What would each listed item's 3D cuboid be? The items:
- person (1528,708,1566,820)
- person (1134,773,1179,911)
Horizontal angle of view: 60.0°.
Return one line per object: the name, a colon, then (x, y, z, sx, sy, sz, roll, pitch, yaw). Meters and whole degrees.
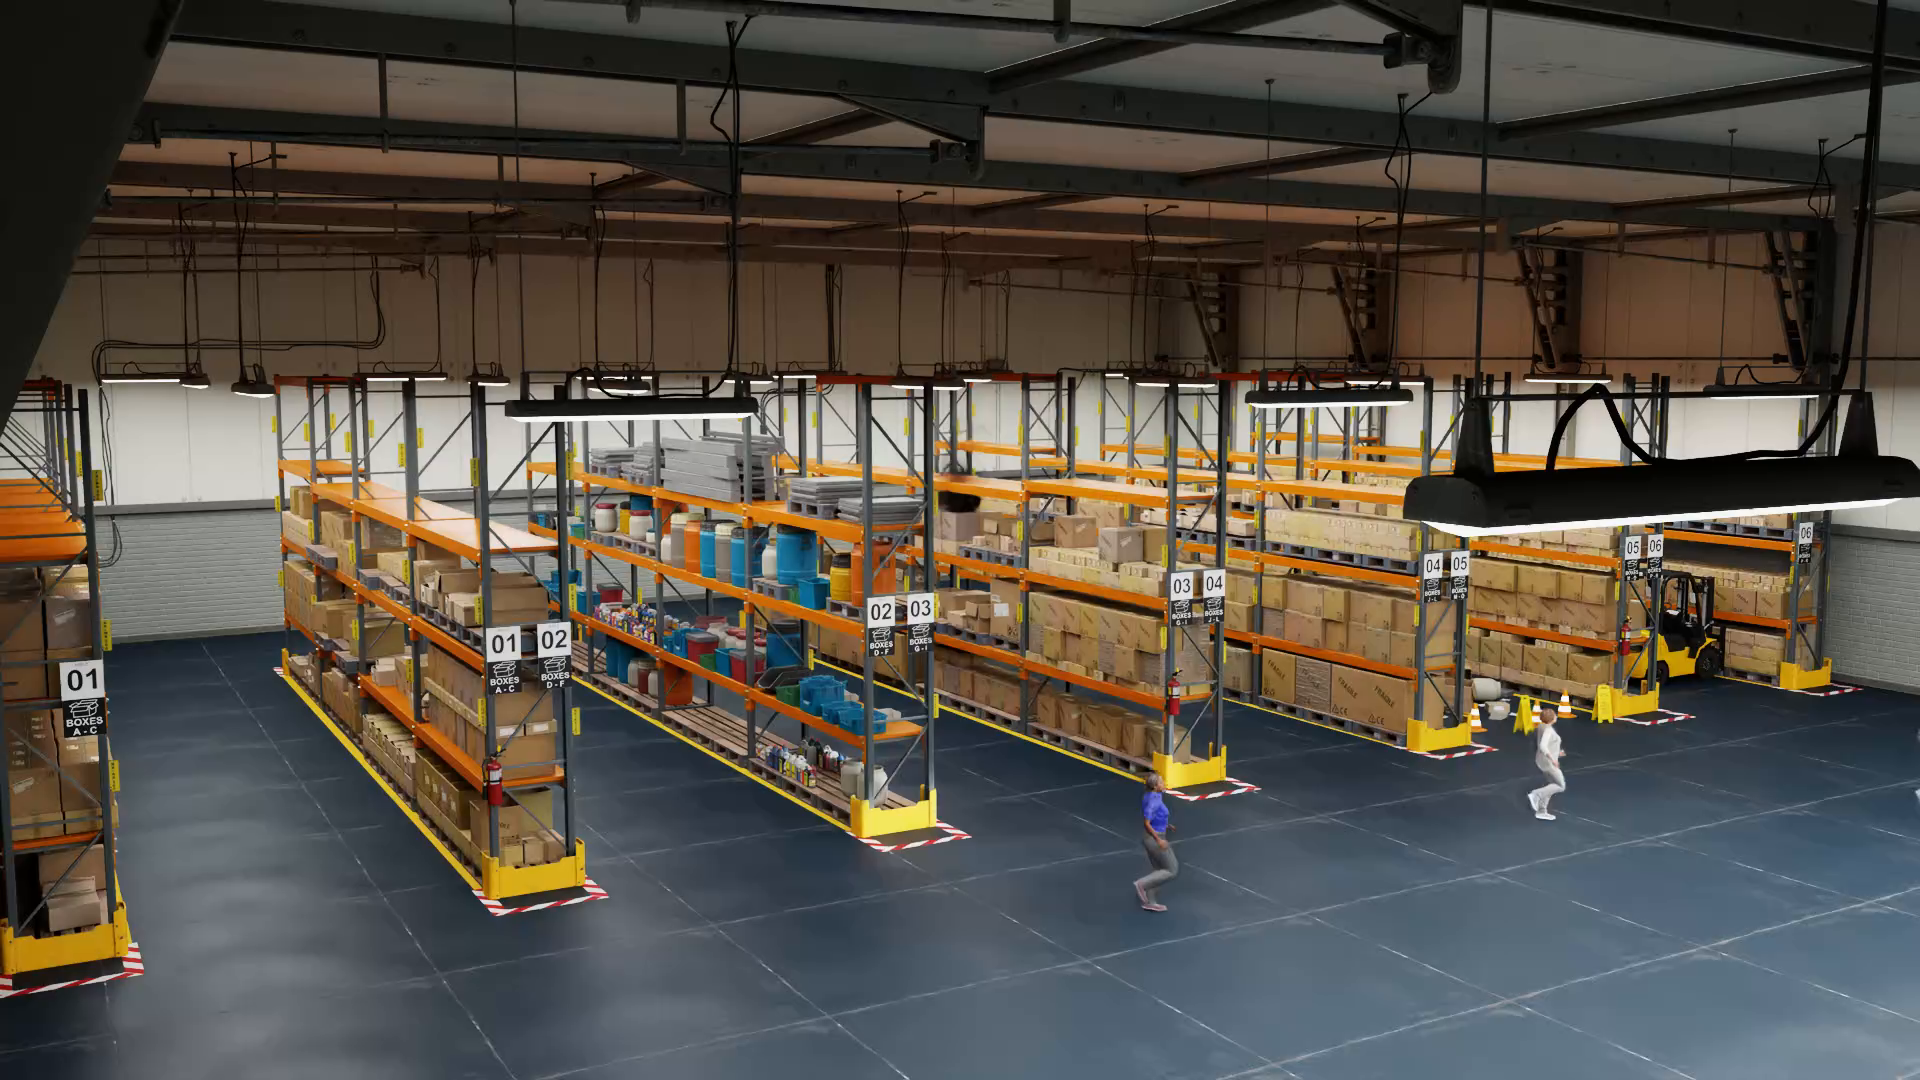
person: (8.061, 3.073, 22.817, 0.544, 1.555, 0.536, 0, 6, 2)
person: (2.248, 3.461, 19.048, 0.555, 1.615, 0.581, -1, 6, -5)
